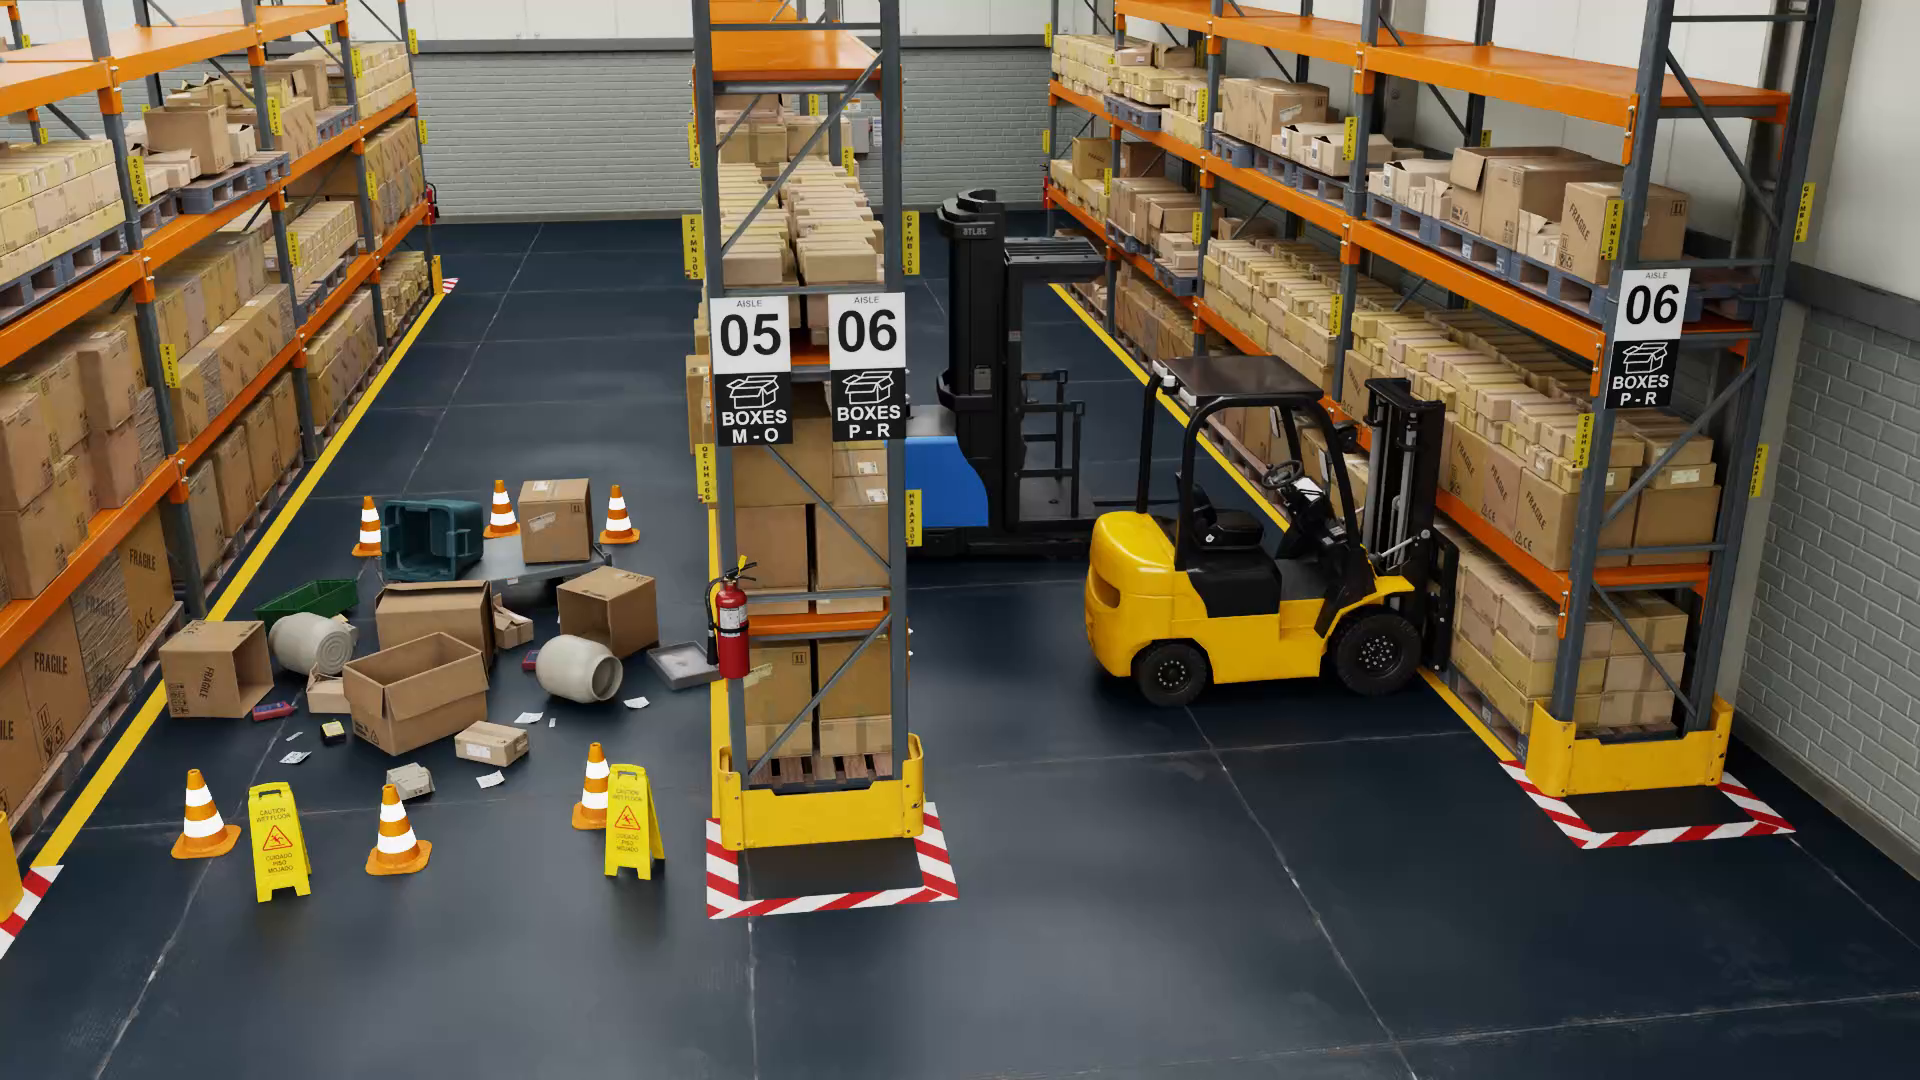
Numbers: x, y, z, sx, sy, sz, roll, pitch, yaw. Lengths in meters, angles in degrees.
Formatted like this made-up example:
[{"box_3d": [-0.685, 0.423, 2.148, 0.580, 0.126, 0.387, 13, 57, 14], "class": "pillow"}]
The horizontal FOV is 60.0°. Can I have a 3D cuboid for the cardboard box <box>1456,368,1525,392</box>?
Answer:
[{"box_3d": [3.627, -1.071, 11.377, 0.380, 0.149, 0.250, -3, 21, -7], "class": "cardboard box"}]

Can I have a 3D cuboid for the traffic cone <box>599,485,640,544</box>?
[{"box_3d": [-2.938, -0.241, 14.273, 0.336, 0.463, 0.334, -3, 21, -8], "class": "traffic cone"}]

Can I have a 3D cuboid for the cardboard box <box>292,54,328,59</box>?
[{"box_3d": [-7.938, -5.852, 20.316, 0.380, 0.149, 0.250, -3, 21, -8], "class": "cardboard box"}]

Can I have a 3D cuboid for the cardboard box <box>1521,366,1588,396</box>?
[{"box_3d": [4.083, -1.091, 11.430, 0.380, 0.149, 0.250, -3, 21, -7], "class": "cardboard box"}]

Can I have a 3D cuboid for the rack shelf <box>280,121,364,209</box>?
[{"box_3d": [-7.122, -3.931, 17.270, 1.077, 0.370, 4.000, -3, 21, -8], "class": "rack shelf"}]

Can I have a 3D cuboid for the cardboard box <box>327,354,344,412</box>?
[{"box_3d": [-6.759, -1.628, 17.335, 0.500, 0.500, 0.500, -3, 21, -7], "class": "cardboard box"}]

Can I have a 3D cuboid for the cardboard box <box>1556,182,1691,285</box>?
[{"box_3d": [3.809, -1.774, 9.579, 0.500, 0.500, 0.500, -2, 21, -6], "class": "cardboard box"}]

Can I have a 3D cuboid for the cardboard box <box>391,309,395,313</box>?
[{"box_3d": [-7.357, -2.820, 21.028, 0.380, 0.149, 0.250, -3, 21, -9], "class": "cardboard box"}]

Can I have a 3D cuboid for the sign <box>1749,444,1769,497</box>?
[{"box_3d": [4.664, -0.406, 9.739, 0.100, 0.325, 0.005, -3, 21, -8], "class": "sign"}]

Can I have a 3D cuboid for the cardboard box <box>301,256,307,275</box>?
[{"box_3d": [-6.788, -2.753, 16.707, 0.380, 0.149, 0.250, -4, 21, -9], "class": "cardboard box"}]

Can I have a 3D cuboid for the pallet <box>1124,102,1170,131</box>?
[{"box_3d": [2.562, -4.821, 18.892, 1.213, 0.211, 1.003, -3, 21, -8], "class": "pallet"}]

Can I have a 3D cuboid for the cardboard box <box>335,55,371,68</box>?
[{"box_3d": [-7.361, -5.785, 20.135, 0.380, 0.149, 0.250, -4, 21, -9], "class": "cardboard box"}]

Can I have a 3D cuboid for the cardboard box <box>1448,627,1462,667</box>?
[{"box_3d": [3.609, 0.661, 11.563, 0.500, 0.250, 0.500, -3, 21, -7], "class": "cardboard box"}]

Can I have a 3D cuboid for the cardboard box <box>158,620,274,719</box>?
[{"box_3d": [-5.018, 0.870, 11.243, 0.500, 0.500, 0.500, 1, 20, 2], "class": "cardboard box"}]

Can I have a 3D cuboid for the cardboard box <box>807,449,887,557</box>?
[{"box_3d": [-0.669, -0.229, 10.048, 0.500, 0.500, 0.500, -2, 21, -6], "class": "cardboard box"}]

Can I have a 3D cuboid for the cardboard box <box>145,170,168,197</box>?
[{"box_3d": [-6.161, -2.688, 12.530, 0.250, 0.149, 0.380, -3, 21, -8], "class": "cardboard box"}]

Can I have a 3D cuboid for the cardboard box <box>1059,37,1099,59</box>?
[{"box_3d": [1.678, -6.842, 23.110, 0.500, 0.250, 0.500, -3, 21, -8], "class": "cardboard box"}]

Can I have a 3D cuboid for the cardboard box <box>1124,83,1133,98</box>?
[{"box_3d": [2.122, -5.233, 19.344, 0.380, 0.149, 0.250, -3, 21, -7], "class": "cardboard box"}]

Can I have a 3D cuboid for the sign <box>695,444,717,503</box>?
[{"box_3d": [-1.349, -0.355, 8.847, 0.100, 0.325, 0.005, -3, 21, -8], "class": "sign"}]

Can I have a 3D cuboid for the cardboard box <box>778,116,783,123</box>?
[{"box_3d": [-1.823, -3.579, 15.155, 0.700, 0.500, 0.500, -3, 21, -8], "class": "cardboard box"}]

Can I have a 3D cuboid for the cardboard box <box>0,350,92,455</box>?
[{"box_3d": [-6.102, -0.854, 10.532, 0.875, 0.550, 0.550, -3, 21, -8], "class": "cardboard box"}]

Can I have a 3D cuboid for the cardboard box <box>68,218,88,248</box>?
[{"box_3d": [-5.776, -1.942, 10.531, 0.380, 0.149, 0.250, -3, 21, -8], "class": "cardboard box"}]

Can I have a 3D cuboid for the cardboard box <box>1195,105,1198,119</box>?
[{"box_3d": [2.654, -4.430, 17.222, 0.380, 0.149, 0.250, -3, 21, -9], "class": "cardboard box"}]

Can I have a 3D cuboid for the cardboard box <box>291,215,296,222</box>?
[{"box_3d": [-7.809, -3.614, 19.014, 0.380, 0.149, 0.250, -3, 21, -7], "class": "cardboard box"}]

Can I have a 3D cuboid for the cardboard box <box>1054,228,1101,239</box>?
[{"box_3d": [1.802, -4.288, 24.450, 0.797, 0.503, 0.637, -4, 21, -10], "class": "cardboard box"}]

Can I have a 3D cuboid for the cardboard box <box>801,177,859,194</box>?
[{"box_3d": [-0.882, -2.369, 11.278, 0.380, 0.149, 0.250, -2, 21, -6], "class": "cardboard box"}]

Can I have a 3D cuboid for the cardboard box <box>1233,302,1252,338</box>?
[{"box_3d": [2.932, -2.118, 15.889, 0.500, 0.250, 0.500, -4, 21, -10], "class": "cardboard box"}]

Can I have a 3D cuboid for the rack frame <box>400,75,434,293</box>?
[{"box_3d": [-7.987, -4.941, 23.231, 1.000, 3.000, 0.127, -3, 21, -8], "class": "rack frame"}]

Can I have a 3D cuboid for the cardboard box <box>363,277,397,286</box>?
[{"box_3d": [-7.458, -3.280, 21.410, 0.380, 0.149, 0.250, -4, 21, -10], "class": "cardboard box"}]

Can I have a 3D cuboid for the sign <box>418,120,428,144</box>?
[{"box_3d": [-7.435, -5.652, 23.030, 0.100, 0.325, 0.005, -3, 21, -8], "class": "sign"}]

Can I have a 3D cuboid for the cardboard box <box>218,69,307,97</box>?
[{"box_3d": [-7.318, -4.664, 17.457, 0.797, 0.503, 0.637, -3, 21, -8], "class": "cardboard box"}]

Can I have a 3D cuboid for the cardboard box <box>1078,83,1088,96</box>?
[{"box_3d": [1.789, -6.021, 22.195, 0.380, 0.149, 0.250, -2, 21, -7], "class": "cardboard box"}]

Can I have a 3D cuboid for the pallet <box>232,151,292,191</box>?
[{"box_3d": [-6.689, -3.267, 14.734, 1.213, 0.211, 1.003, -2, 21, -5], "class": "pallet"}]

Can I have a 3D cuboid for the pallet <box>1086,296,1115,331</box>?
[{"box_3d": [2.287, -3.023, 22.084, 1.003, 0.211, 1.213, -3, 21, -8], "class": "pallet"}]

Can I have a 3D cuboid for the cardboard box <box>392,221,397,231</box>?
[{"box_3d": [-7.365, -4.006, 21.088, 0.380, 0.149, 0.250, -2, 21, -5], "class": "cardboard box"}]

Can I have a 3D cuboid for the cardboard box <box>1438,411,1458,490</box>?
[{"box_3d": [3.560, -0.672, 11.660, 0.500, 0.500, 0.500, -3, 21, -7], "class": "cardboard box"}]

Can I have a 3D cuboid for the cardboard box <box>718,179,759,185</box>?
[{"box_3d": [-1.544, -2.333, 11.182, 0.380, 0.149, 0.250, -3, 21, -8], "class": "cardboard box"}]

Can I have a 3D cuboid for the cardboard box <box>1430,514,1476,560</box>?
[{"box_3d": [3.512, 0.016, 11.862, 0.500, 0.250, 0.500, -3, 21, -9], "class": "cardboard box"}]

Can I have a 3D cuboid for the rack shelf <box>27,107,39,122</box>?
[{"box_3d": [-12.621, -5.101, 20.402, 1.077, 0.370, 4.000, -3, 21, -8], "class": "rack shelf"}]

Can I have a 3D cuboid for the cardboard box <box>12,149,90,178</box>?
[{"box_3d": [-5.817, -2.405, 10.633, 0.380, 0.149, 0.250, -3, 21, -8], "class": "cardboard box"}]

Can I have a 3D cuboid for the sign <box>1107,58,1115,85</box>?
[{"box_3d": [1.849, -5.709, 20.263, 0.100, 0.325, 0.005, -3, 21, -8], "class": "sign"}]

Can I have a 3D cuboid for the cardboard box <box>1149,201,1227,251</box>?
[{"box_3d": [2.543, -3.508, 18.648, 0.797, 0.503, 0.637, -3, 21, -9], "class": "cardboard box"}]

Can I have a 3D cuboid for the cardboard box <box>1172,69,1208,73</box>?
[{"box_3d": [2.676, -5.399, 19.364, 0.380, 0.149, 0.250, -2, 21, -6], "class": "cardboard box"}]

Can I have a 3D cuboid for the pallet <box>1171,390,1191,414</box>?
[{"box_3d": [2.891, -1.661, 18.436, 1.003, 0.211, 1.213, -3, 21, -8], "class": "pallet"}]

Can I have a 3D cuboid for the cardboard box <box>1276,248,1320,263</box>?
[{"box_3d": [3.334, -2.778, 16.370, 0.380, 0.149, 0.250, -3, 21, -8], "class": "cardboard box"}]

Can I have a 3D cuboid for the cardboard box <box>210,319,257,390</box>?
[{"box_3d": [-6.283, -1.552, 14.016, 0.500, 0.500, 0.500, -3, 21, -7], "class": "cardboard box"}]

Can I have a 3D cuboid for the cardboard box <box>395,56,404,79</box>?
[{"box_3d": [-7.594, -6.186, 21.779, 0.500, 0.250, 0.500, -3, 21, -9], "class": "cardboard box"}]

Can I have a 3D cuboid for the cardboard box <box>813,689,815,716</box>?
[{"box_3d": [-0.706, 0.936, 10.828, 0.500, 0.250, 0.500, -2, 21, -6], "class": "cardboard box"}]

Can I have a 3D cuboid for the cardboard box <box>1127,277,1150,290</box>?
[{"box_3d": [2.289, -3.192, 20.595, 0.380, 0.149, 0.250, -3, 21, -9], "class": "cardboard box"}]

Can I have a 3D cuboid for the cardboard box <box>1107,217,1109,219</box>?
[{"box_3d": [2.089, -4.072, 21.264, 0.380, 0.149, 0.250, -3, 21, -7], "class": "cardboard box"}]

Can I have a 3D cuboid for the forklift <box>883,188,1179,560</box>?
[{"box_3d": [0.644, -1.391, 13.826, 3.031, 2.935, 1.130, -2, 21, -4], "class": "forklift"}]

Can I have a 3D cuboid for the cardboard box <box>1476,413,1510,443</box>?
[{"box_3d": [3.634, -0.750, 10.942, 0.380, 0.149, 0.250, -4, 21, -10], "class": "cardboard box"}]

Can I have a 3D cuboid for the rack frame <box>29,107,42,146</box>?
[{"box_3d": [-12.910, -4.725, 22.655, 1.000, 3.000, 0.127, -3, 21, -8], "class": "rack frame"}]

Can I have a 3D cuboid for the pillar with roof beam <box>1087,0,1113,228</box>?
[{"box_3d": [-1.949, -9.049, 25.657, 9.100, 9.000, 0.400, -3, 21, -8], "class": "pillar with roof beam"}]

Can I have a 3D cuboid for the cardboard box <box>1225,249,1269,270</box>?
[{"box_3d": [2.818, -2.752, 16.303, 0.380, 0.149, 0.250, -2, 21, -6], "class": "cardboard box"}]

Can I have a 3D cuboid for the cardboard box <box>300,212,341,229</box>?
[{"box_3d": [-7.046, -3.511, 18.312, 0.380, 0.149, 0.250, -3, 21, -8], "class": "cardboard box"}]

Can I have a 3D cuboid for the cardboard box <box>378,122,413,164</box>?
[{"box_3d": [-7.602, -5.274, 22.126, 0.500, 0.500, 0.500, -4, 21, -10], "class": "cardboard box"}]
